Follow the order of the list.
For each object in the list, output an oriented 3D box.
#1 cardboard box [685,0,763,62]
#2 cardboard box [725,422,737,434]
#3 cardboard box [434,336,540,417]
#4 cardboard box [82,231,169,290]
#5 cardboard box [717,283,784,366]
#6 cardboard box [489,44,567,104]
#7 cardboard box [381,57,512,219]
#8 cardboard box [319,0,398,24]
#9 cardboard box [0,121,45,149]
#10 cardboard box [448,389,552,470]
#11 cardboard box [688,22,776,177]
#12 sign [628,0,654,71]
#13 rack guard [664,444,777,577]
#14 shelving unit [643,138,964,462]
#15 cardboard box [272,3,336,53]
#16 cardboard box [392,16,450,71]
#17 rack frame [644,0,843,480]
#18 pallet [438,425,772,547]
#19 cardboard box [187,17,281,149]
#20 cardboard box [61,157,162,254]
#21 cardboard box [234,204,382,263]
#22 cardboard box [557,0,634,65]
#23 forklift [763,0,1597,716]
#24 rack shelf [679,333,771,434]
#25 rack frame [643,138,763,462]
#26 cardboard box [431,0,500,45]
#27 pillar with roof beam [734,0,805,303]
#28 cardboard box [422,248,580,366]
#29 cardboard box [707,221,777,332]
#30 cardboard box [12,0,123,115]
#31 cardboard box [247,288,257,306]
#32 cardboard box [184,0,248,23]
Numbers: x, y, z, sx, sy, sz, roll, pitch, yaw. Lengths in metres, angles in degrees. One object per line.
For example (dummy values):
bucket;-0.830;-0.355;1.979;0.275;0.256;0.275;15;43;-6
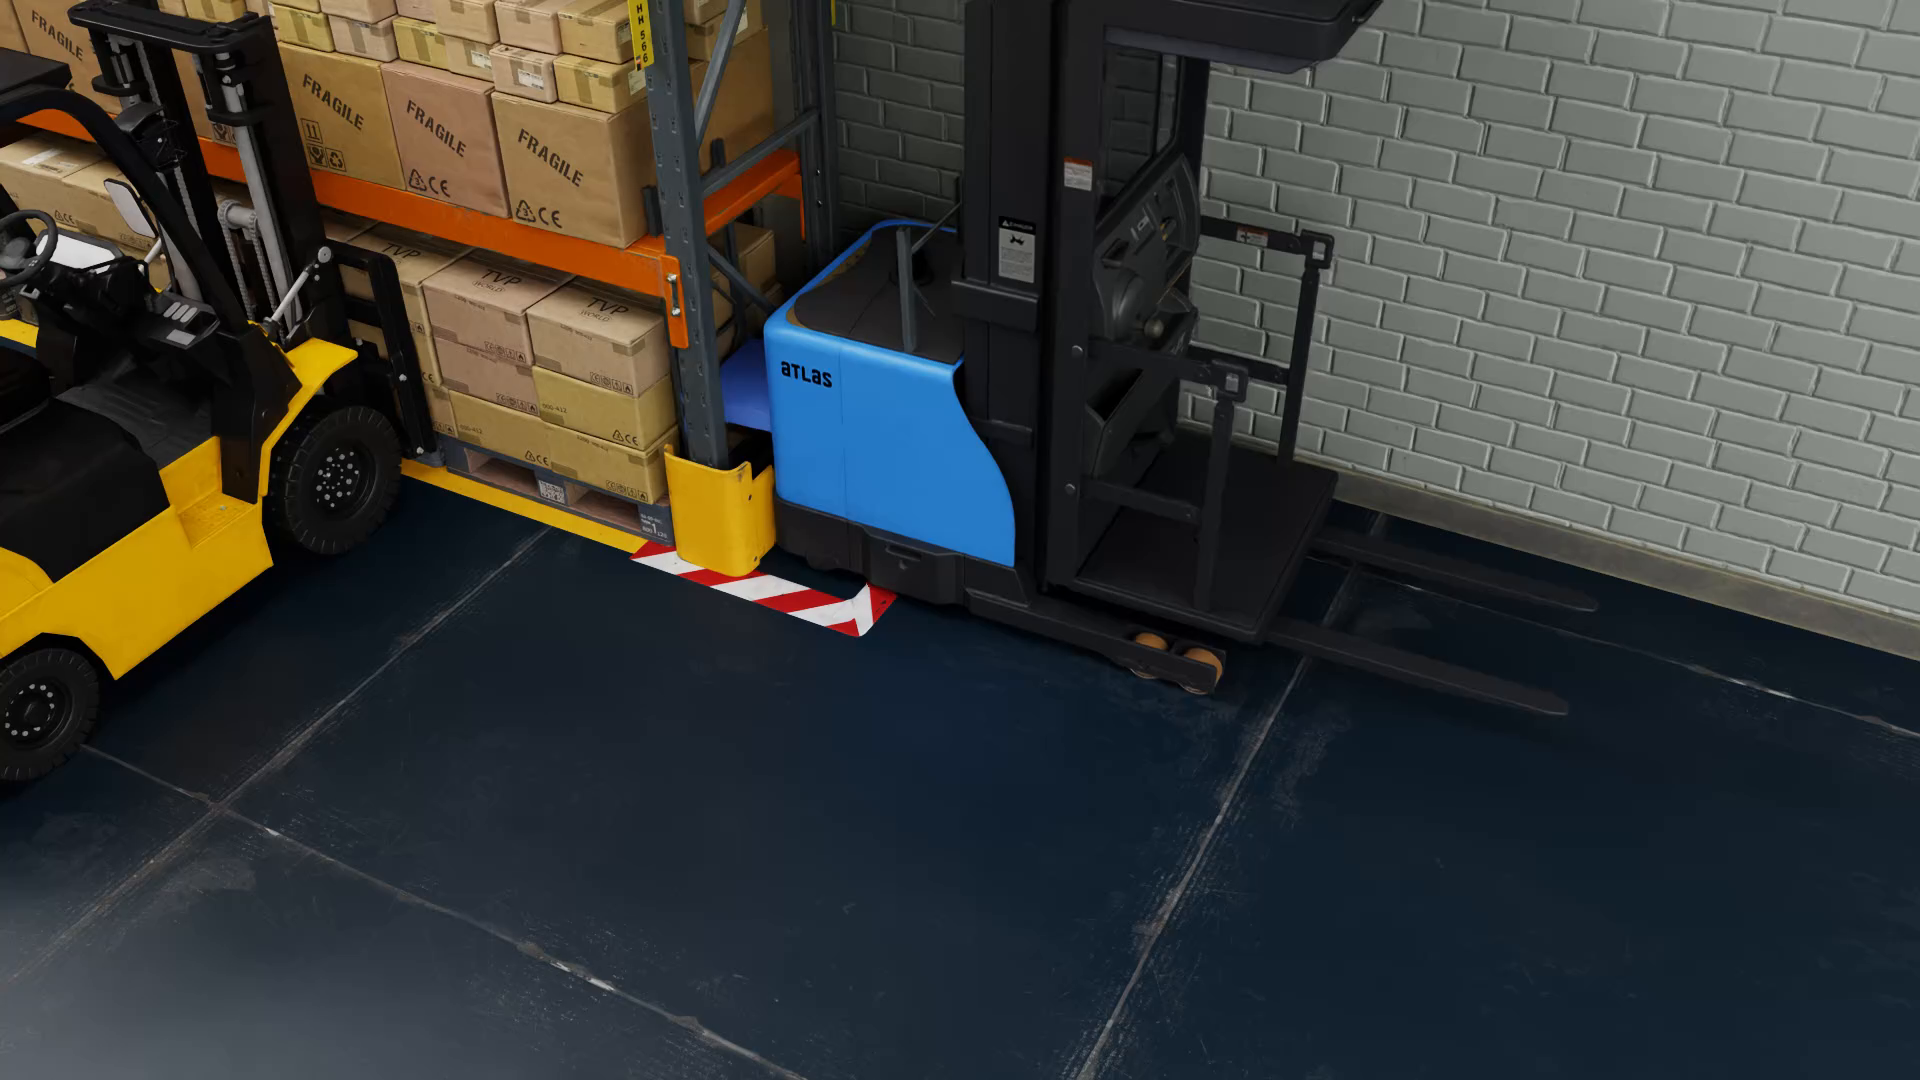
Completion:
cardboard box;-0.943;-1.935;6.199;0.250;0.149;0.380;16;40;20
cardboard box;-1.107;-0.717;7.140;0.500;0.250;0.500;18;41;22
cardboard box;-1.777;-0.787;6.820;0.500;0.250;0.500;17;40;21
cardboard box;-3.577;-1.348;7.558;0.500;0.250;0.500;17;40;21
cardboard box;-1.083;-0.917;6.990;0.500;0.250;0.500;18;41;22
cardboard box;-1.438;-1.703;5.893;0.250;0.149;0.380;18;41;22
cardboard box;-1.775;-1.588;6.279;0.500;0.500;0.500;19;41;23
cardboard box;-2.123;-2.039;6.089;0.250;0.149;0.380;18;41;23
cardboard box;-4.781;-1.876;8.357;0.625;0.625;0.875;19;41;23
cardboard box;-1.761;-0.580;6.960;0.500;0.250;0.500;17;41;21
cardboard box;-1.073;-1.730;6.465;0.500;0.500;0.500;19;41;23
sign;-1.023;-1.671;5.317;0.005;0.325;0.100;17;41;21
rack guard;-0.740;-0.401;6.865;0.348;0.500;1.175;17;41;21
shelving unit;-0.527;-0.669;6.376;1.048;1.500;0.538;14;39;21
cardboard box;-2.348;-1.991;6.273;0.250;0.149;0.380;18;41;22
cardboard box;-1.855;-1.883;6.130;0.250;0.149;0.380;17;40;21
rack frame;-0.761;-1.403;6.118;0.127;3.000;1.000;17;41;21
pallet;-1.459;-0.483;7.211;1.213;0.211;1.003;17;41;21
cardboard box;-2.682;-1.864;6.643;0.500;0.500;0.500;18;41;22
cardboard box;-3.578;-1.535;7.392;0.500;0.250;0.500;17;41;22
cardboard box;-2.669;-1.253;7.020;0.500;0.250;0.500;17;40;21
cardboard box;-1.176;-1.806;5.784;0.250;0.149;0.380;17;41;22
forklift;0.824;-0.978;5.614;3.031;2.935;1.130;16;40;20
rack shelf;-0.520;-0.523;6.480;1.000;0.185;0.538;14;39;21
rack frame;-0.987;-0.780;6.561;0.032;1.500;0.500;14;39;21
cardboard box;-1.654;-1.917;5.929;0.250;0.149;0.380;18;41;22
pillar with roof beam;-2.945;-2.159;2.152;0.400;9.000;9.100;17;41;21
cardboard box;-1.769;-0.973;6.651;0.500;0.250;0.500;18;41;22
cardboard box;-1.101;-1.109;6.830;0.500;0.250;0.500;17;40;21
cardboard box;-3.569;-2.156;7.027;0.500;0.500;0.500;18;41;22
cardboard box;-2.688;-1.061;7.180;0.500;0.250;0.500;17;40;21
cardboard box;-2.787;-2.143;6.473;0.250;0.149;0.380;17;40;21
